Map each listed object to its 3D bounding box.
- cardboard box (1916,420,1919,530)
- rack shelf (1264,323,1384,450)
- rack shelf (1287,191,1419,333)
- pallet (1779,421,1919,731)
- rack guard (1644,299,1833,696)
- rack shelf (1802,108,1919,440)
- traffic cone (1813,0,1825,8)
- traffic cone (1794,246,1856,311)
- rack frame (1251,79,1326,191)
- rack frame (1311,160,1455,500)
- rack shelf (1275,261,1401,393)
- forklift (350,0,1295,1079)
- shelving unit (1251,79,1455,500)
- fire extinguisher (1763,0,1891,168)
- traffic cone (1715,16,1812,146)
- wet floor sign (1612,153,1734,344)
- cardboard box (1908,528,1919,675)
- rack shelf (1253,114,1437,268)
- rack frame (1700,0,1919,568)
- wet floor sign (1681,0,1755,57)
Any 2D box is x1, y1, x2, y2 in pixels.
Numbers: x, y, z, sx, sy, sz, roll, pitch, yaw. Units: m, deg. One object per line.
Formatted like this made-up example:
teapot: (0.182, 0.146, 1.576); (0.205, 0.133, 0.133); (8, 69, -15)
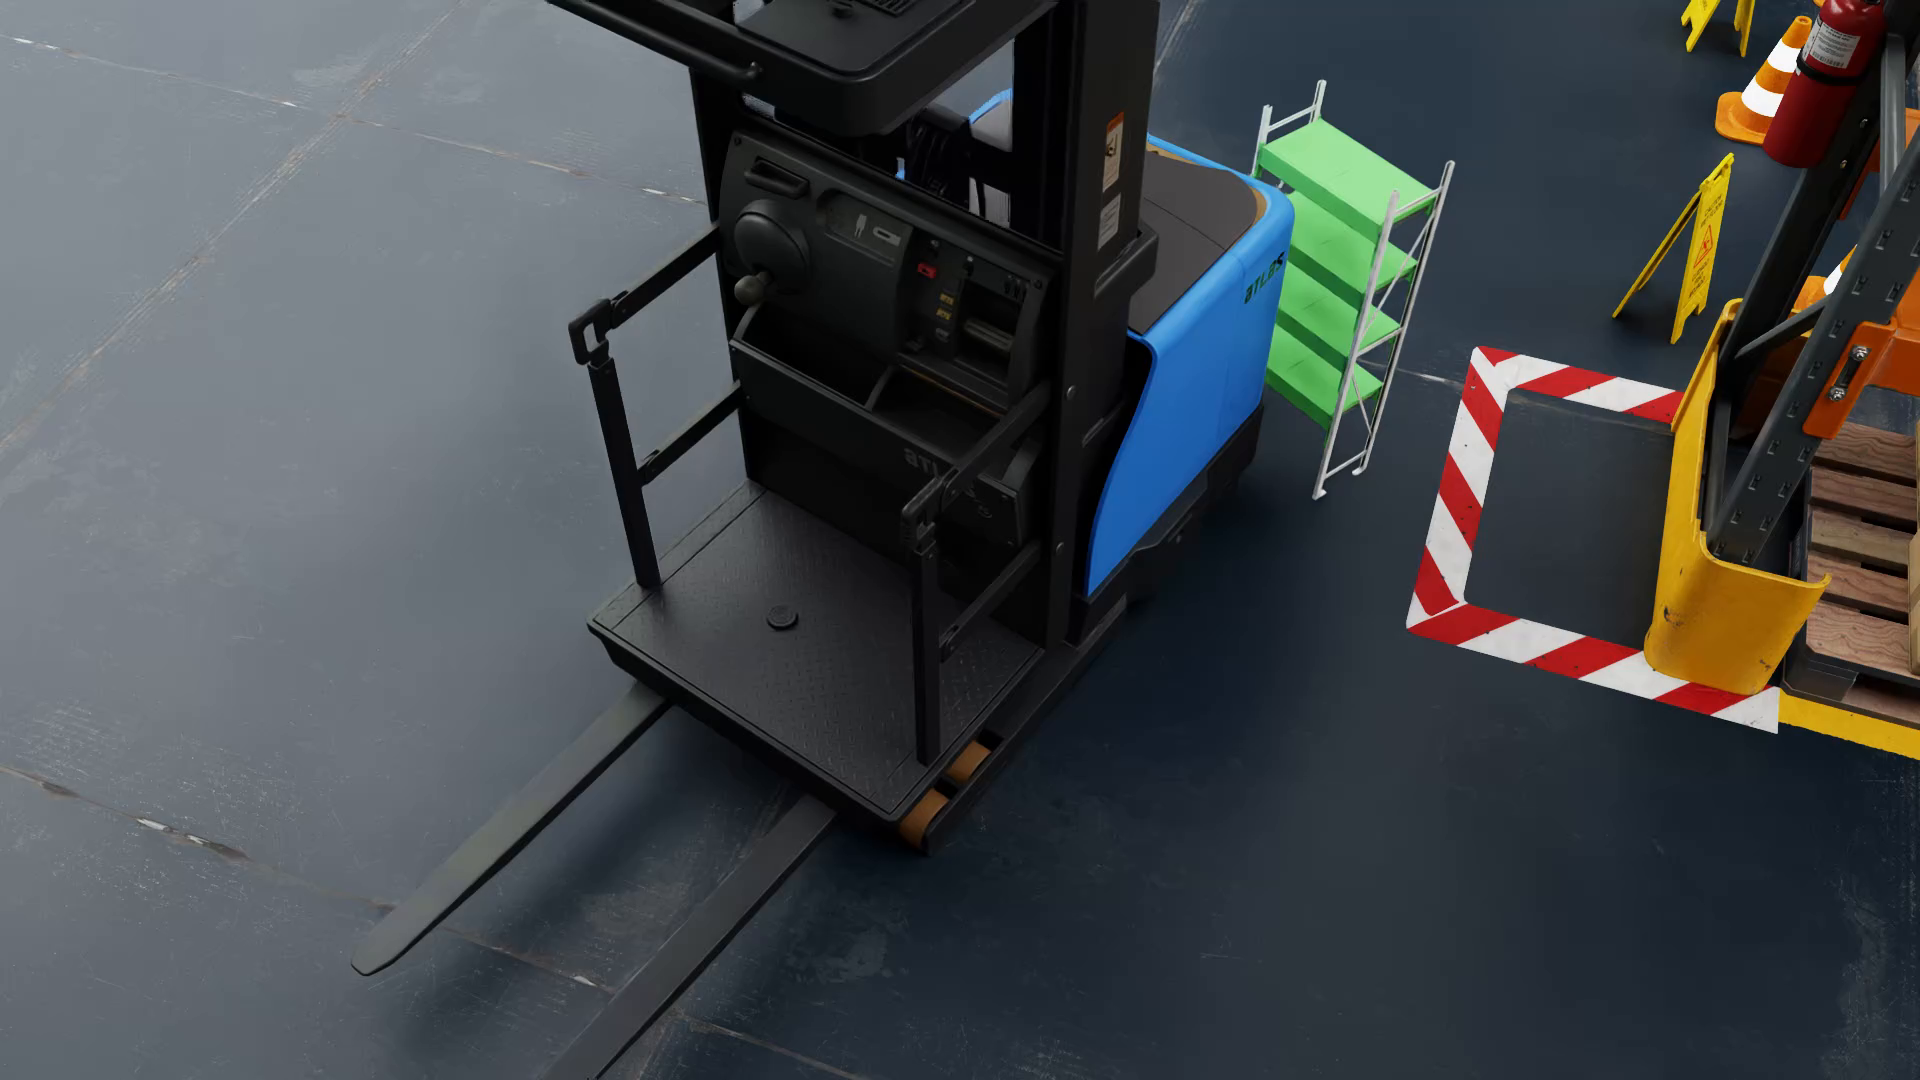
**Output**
cardboard box: (3.185, -0.201, 4.981); (0.500, 0.250, 0.500); (15, 51, 13)
rack shelf: (1.090, -0.528, 5.311); (0.258, 0.148, 0.480); (-29, 55, -25)
rack shelf: (1.100, -0.849, 4.954); (0.258, 0.148, 0.480); (-29, 55, -25)
pallet: (3.132, 0.179, 4.955); (1.213, 0.211, 1.003); (16, 51, 13)
rack guard: (2.382, -0.153, 5.052); (0.348, 0.500, 1.175); (16, 51, 13)
rack shelf: (4.187, -0.232, 3.942); (4.000, 0.370, 1.077); (16, 51, 13)
traffic cone: (3.937, -2.550, 7.154); (0.334, 0.463, 0.336); (16, 51, 13)
traffic cone: (3.161, -0.963, 5.778); (0.334, 0.463, 0.336); (16, 51, 13)
rack frame: (0.947, -0.877, 5.211); (0.240, 1.200, 0.015); (-29, 55, -25)
rack frame: (1.245, -0.585, 4.958); (0.240, 1.200, 0.015); (-29, 55, -25)
rack shelf: (1.095, -0.688, 5.132); (0.258, 0.148, 0.480); (-29, 55, -25)
forklift: (-0.321, -0.548, 3.785); (1.130, 2.935, 3.031); (29, 55, 23)
shelving unit: (1.096, -0.731, 5.085); (0.258, 1.200, 0.503); (-29, 55, -25)
fire extinguisher: (2.363, -1.323, 4.463); (0.183, 0.674, 0.296); (16, 51, 13)
traffic cone: (3.227, -1.838, 6.537); (0.334, 0.463, 0.336); (16, 51, 13)
wet floor sign: (2.503, -1.029, 5.715); (0.232, 0.644, 0.267); (33, 57, 25)
cardboard box: (2.971, 0.179, 4.652); (0.500, 0.250, 0.500); (15, 51, 13)
rack shelf: (1.106, -1.009, 4.775); (0.258, 0.148, 0.480); (-29, 55, -25)
rack frame: (2.311, -0.992, 4.124); (0.127, 3.000, 1.000); (16, 51, 13)
wet floor sign: (3.218, -2.360, 6.868); (0.232, 0.644, 0.267); (8, 50, 7)
